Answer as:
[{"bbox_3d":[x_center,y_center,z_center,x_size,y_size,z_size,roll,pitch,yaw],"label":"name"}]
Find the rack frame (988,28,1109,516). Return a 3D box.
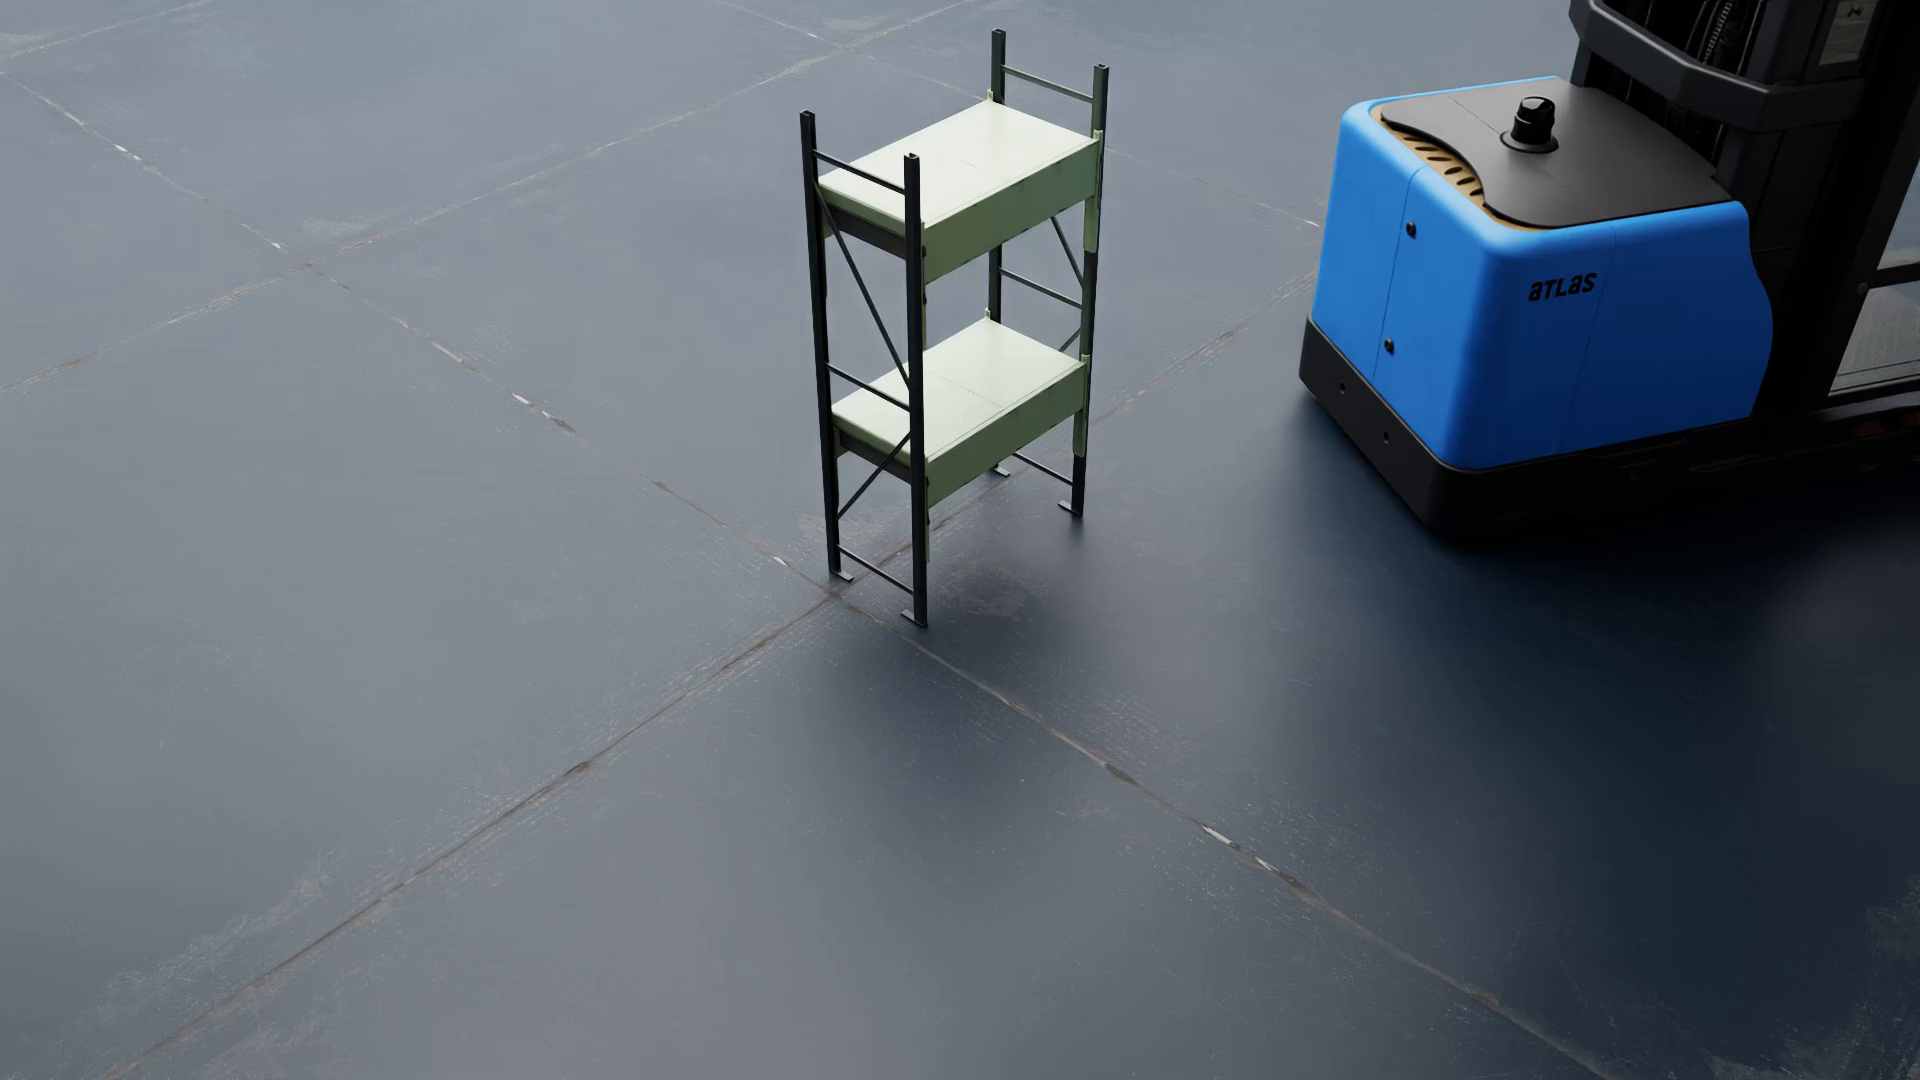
[{"bbox_3d":[0.242,-0.752,4.991,0.400,1.500,0.023,30,47,32],"label":"rack frame"}]

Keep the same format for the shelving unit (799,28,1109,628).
[{"bbox_3d":[-0.004,-0.584,4.779,0.431,1.500,0.755,30,47,32],"label":"shelving unit"}]

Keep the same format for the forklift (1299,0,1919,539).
[{"bbox_3d":[2.769,-1.677,5.004,3.031,2.935,1.130,-11,40,-13],"label":"forklift"}]

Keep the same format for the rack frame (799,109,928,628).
[{"bbox_3d":[-0.251,-0.416,4.568,0.400,1.500,0.023,30,47,32],"label":"rack frame"}]

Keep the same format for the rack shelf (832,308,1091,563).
[{"bbox_3d":[-0.004,-0.329,4.982,0.431,0.370,0.720,30,47,32],"label":"rack shelf"}]

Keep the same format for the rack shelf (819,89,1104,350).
[{"bbox_3d":[-0.004,-0.889,4.536,0.431,0.370,0.720,30,47,32],"label":"rack shelf"}]
